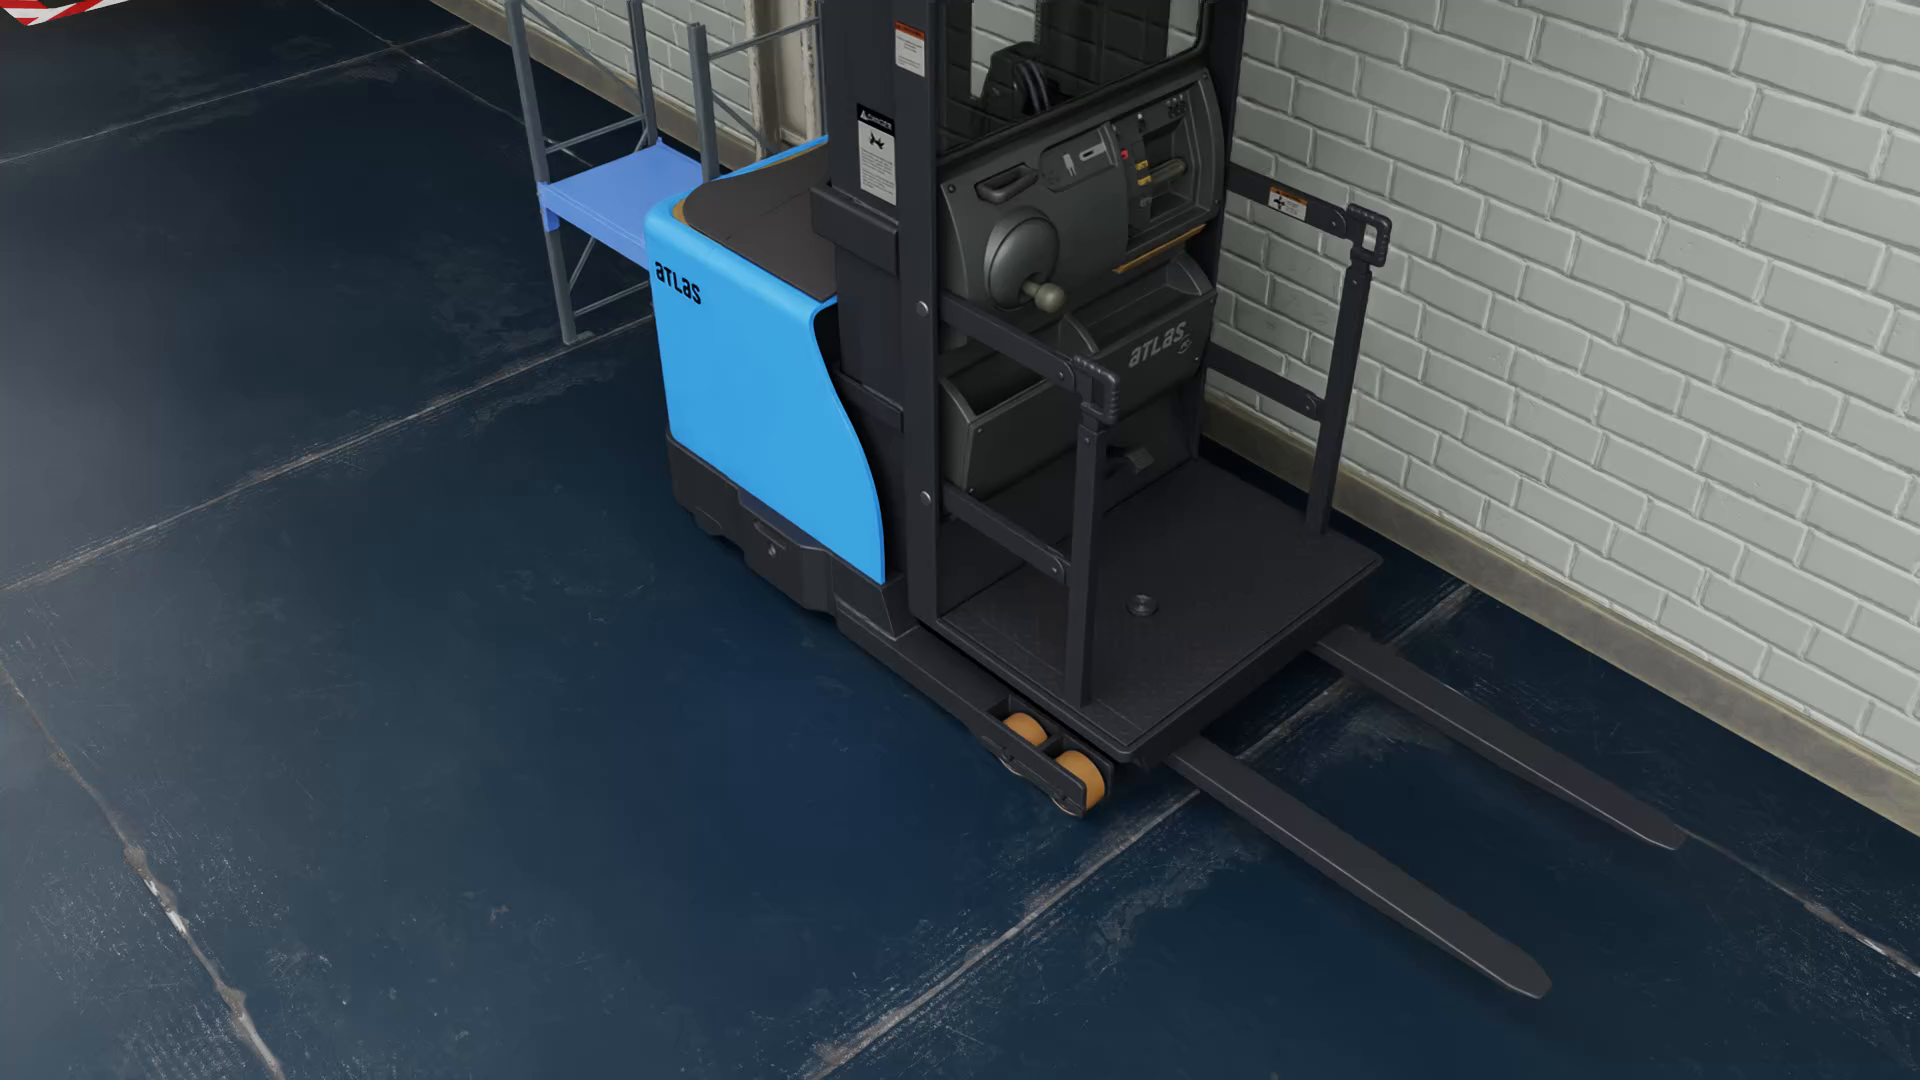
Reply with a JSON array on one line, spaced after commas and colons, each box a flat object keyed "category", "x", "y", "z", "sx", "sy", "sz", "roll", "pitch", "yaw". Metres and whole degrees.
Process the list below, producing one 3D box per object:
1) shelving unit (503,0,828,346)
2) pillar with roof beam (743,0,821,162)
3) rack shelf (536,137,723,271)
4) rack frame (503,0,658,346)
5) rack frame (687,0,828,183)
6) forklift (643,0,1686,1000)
[{"category": "shelving unit", "x": -0.925, "y": -1.184, "z": 5.523, "sx": 0.538, "sy": 1.500, "sz": 1.048, "roll": -31, "pitch": 48, "yaw": -33}, {"category": "pillar with roof beam", "x": -3.731, "y": -2.876, "z": 1.649, "sx": 9.100, "sy": 9.000, "sz": 0.400, "roll": -30, "pitch": 48, "yaw": -32}, {"category": "rack shelf", "x": -0.925, "y": -1.044, "z": 5.636, "sx": 0.538, "sy": 0.185, "sz": 1.000, "roll": -31, "pitch": 48, "yaw": -33}, {"category": "rack frame", "x": -1.277, "y": -1.415, "z": 5.808, "sx": 0.500, "sy": 1.500, "sz": 0.032, "roll": -31, "pitch": 48, "yaw": -33}, {"category": "rack frame", "x": -0.573, "y": -0.954, "z": 5.237, "sx": 0.500, "sy": 1.500, "sz": 0.032, "roll": -31, "pitch": 48, "yaw": -33}, {"category": "forklift", "x": 0.464, "y": -0.790, "z": 3.896, "sx": 1.130, "sy": 2.935, "sz": 3.031, "roll": -31, "pitch": 48, "yaw": -33}]
